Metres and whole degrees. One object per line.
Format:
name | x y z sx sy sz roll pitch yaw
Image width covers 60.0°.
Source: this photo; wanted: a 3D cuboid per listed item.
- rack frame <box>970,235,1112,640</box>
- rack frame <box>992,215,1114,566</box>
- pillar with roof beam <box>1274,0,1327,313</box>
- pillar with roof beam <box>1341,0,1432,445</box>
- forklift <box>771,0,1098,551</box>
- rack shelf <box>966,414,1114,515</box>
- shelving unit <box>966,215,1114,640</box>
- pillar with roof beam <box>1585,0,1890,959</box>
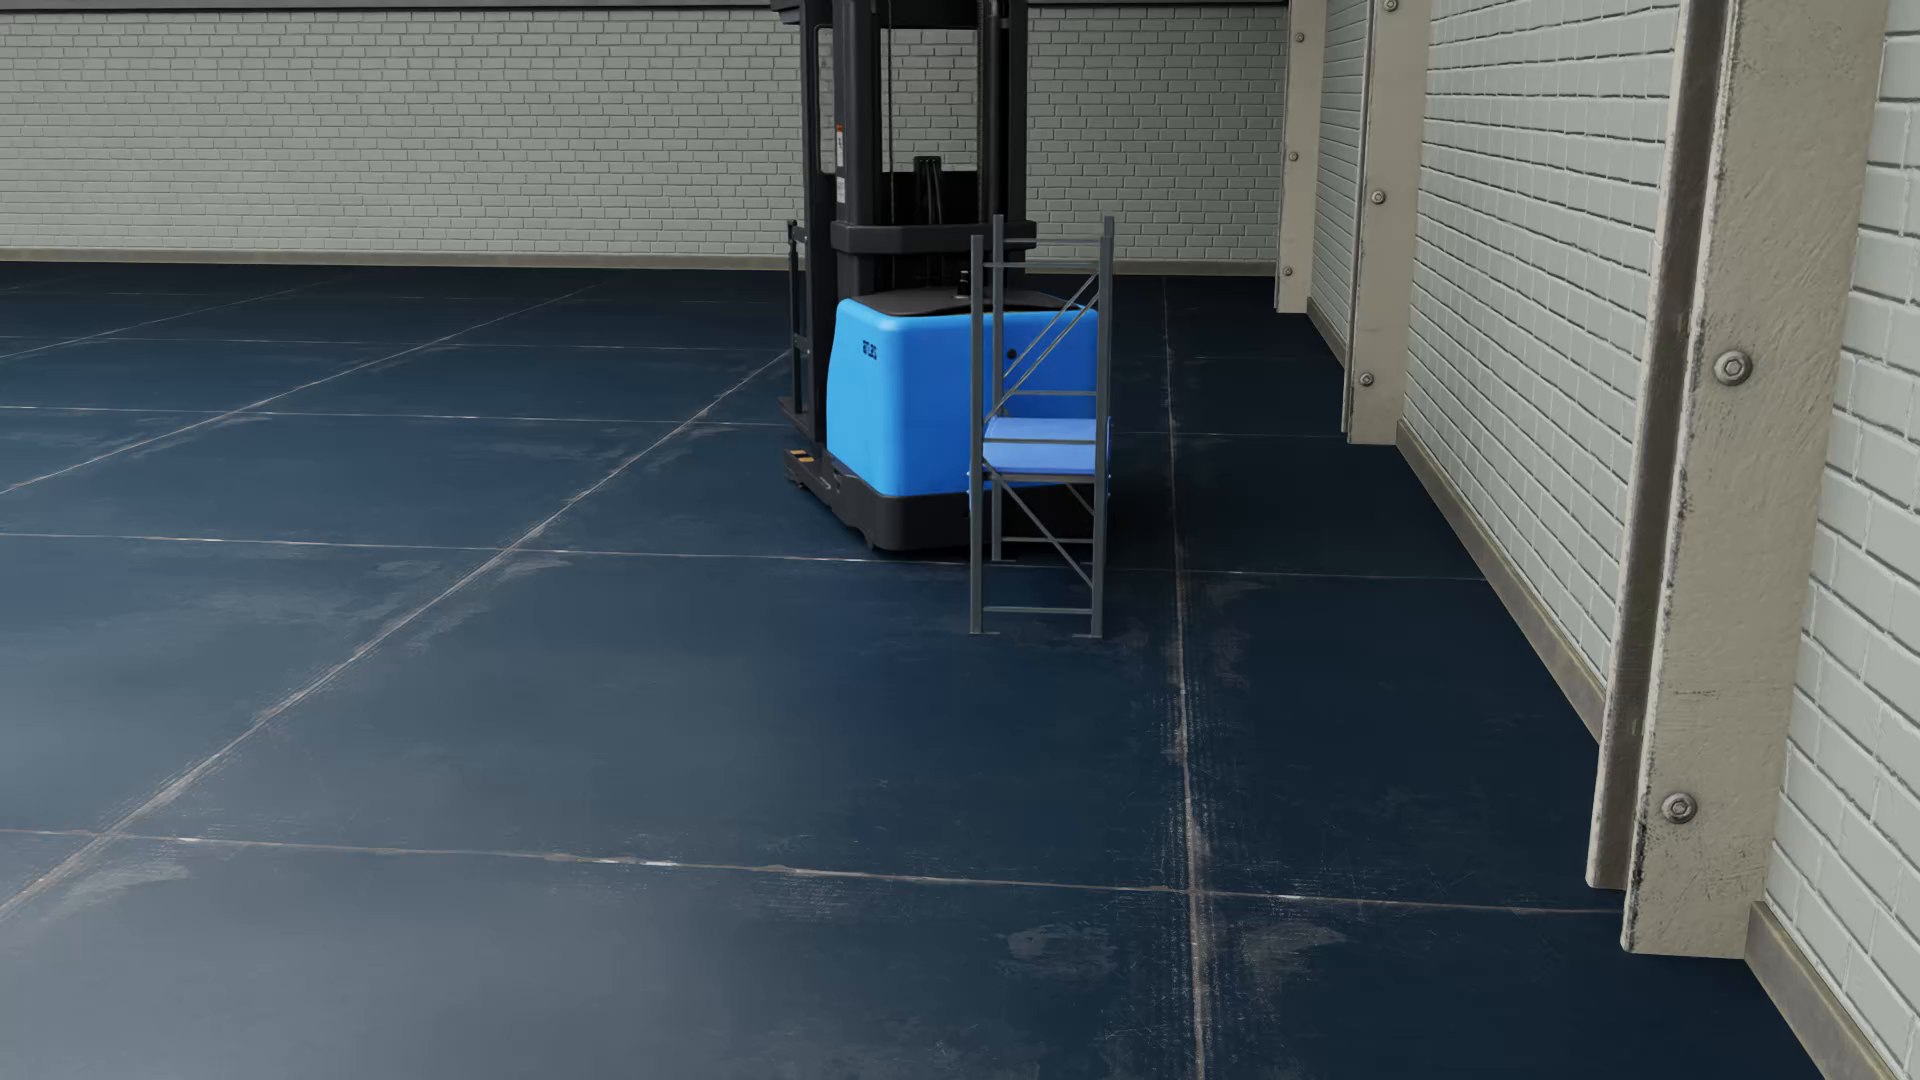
rack frame | 0.290 -0.359 6.116 0.500 1.500 0.032 1 15 5
rack frame | 0.389 -0.623 7.092 0.500 1.500 0.032 1 15 5
pillar with roof beam | -1.148 -6.639 14.974 9.100 9.000 0.400 2 15 6
pillar with roof beam | -1.825 -5.083 9.219 9.100 9.000 0.400 2 15 6
forklift | -0.302 -1.709 8.366 1.130 2.935 3.031 -5 16 -17
rack shelf | 0.339 -0.317 6.651 0.538 0.185 1.000 1 15 5
shelving unit | 0.339 -0.491 6.604 0.538 1.500 1.048 1 15 5
pillar with roof beam | -2.502 -3.526 3.464 9.100 9.000 0.400 2 15 6
